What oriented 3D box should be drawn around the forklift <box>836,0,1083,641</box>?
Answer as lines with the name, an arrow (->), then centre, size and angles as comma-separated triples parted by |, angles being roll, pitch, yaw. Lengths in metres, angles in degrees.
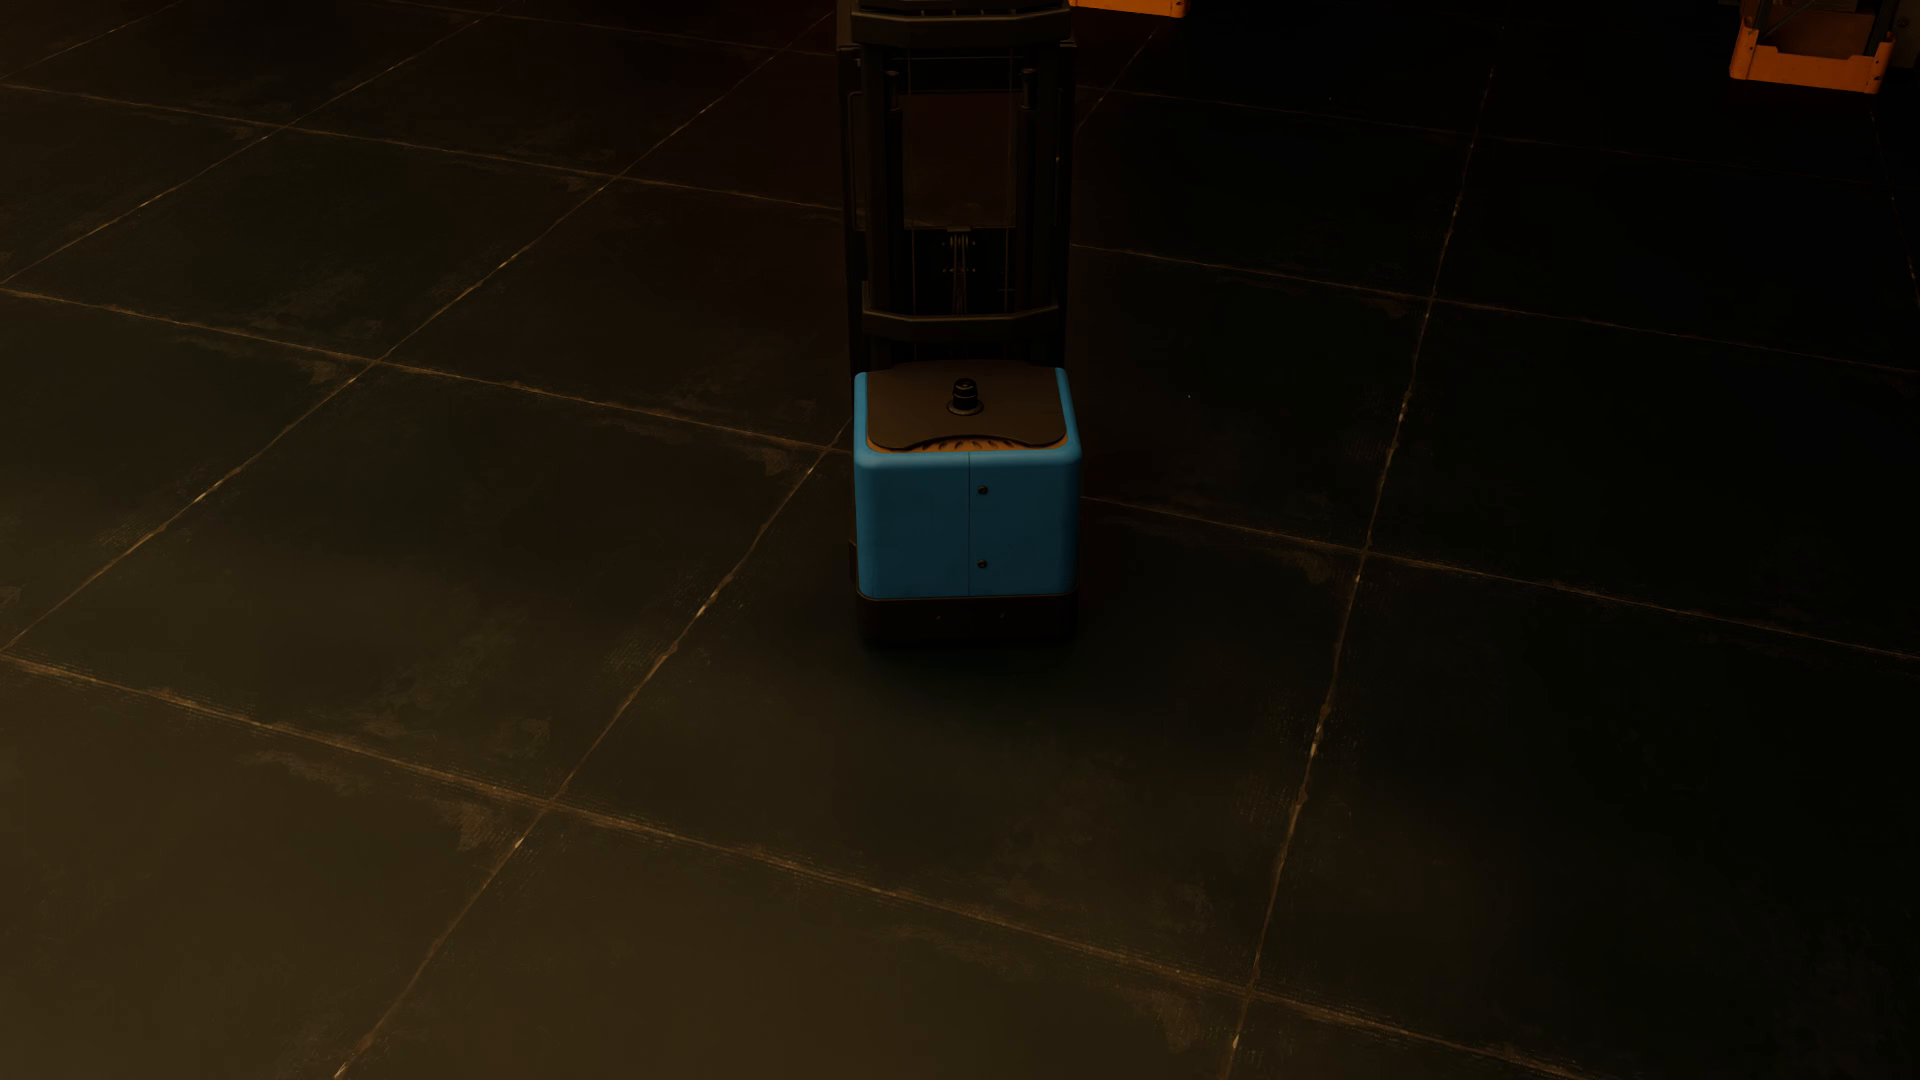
forklift -> -0.029, -1.547, 8.293 | 1.130, 2.935, 3.031 | -2, 35, -2
